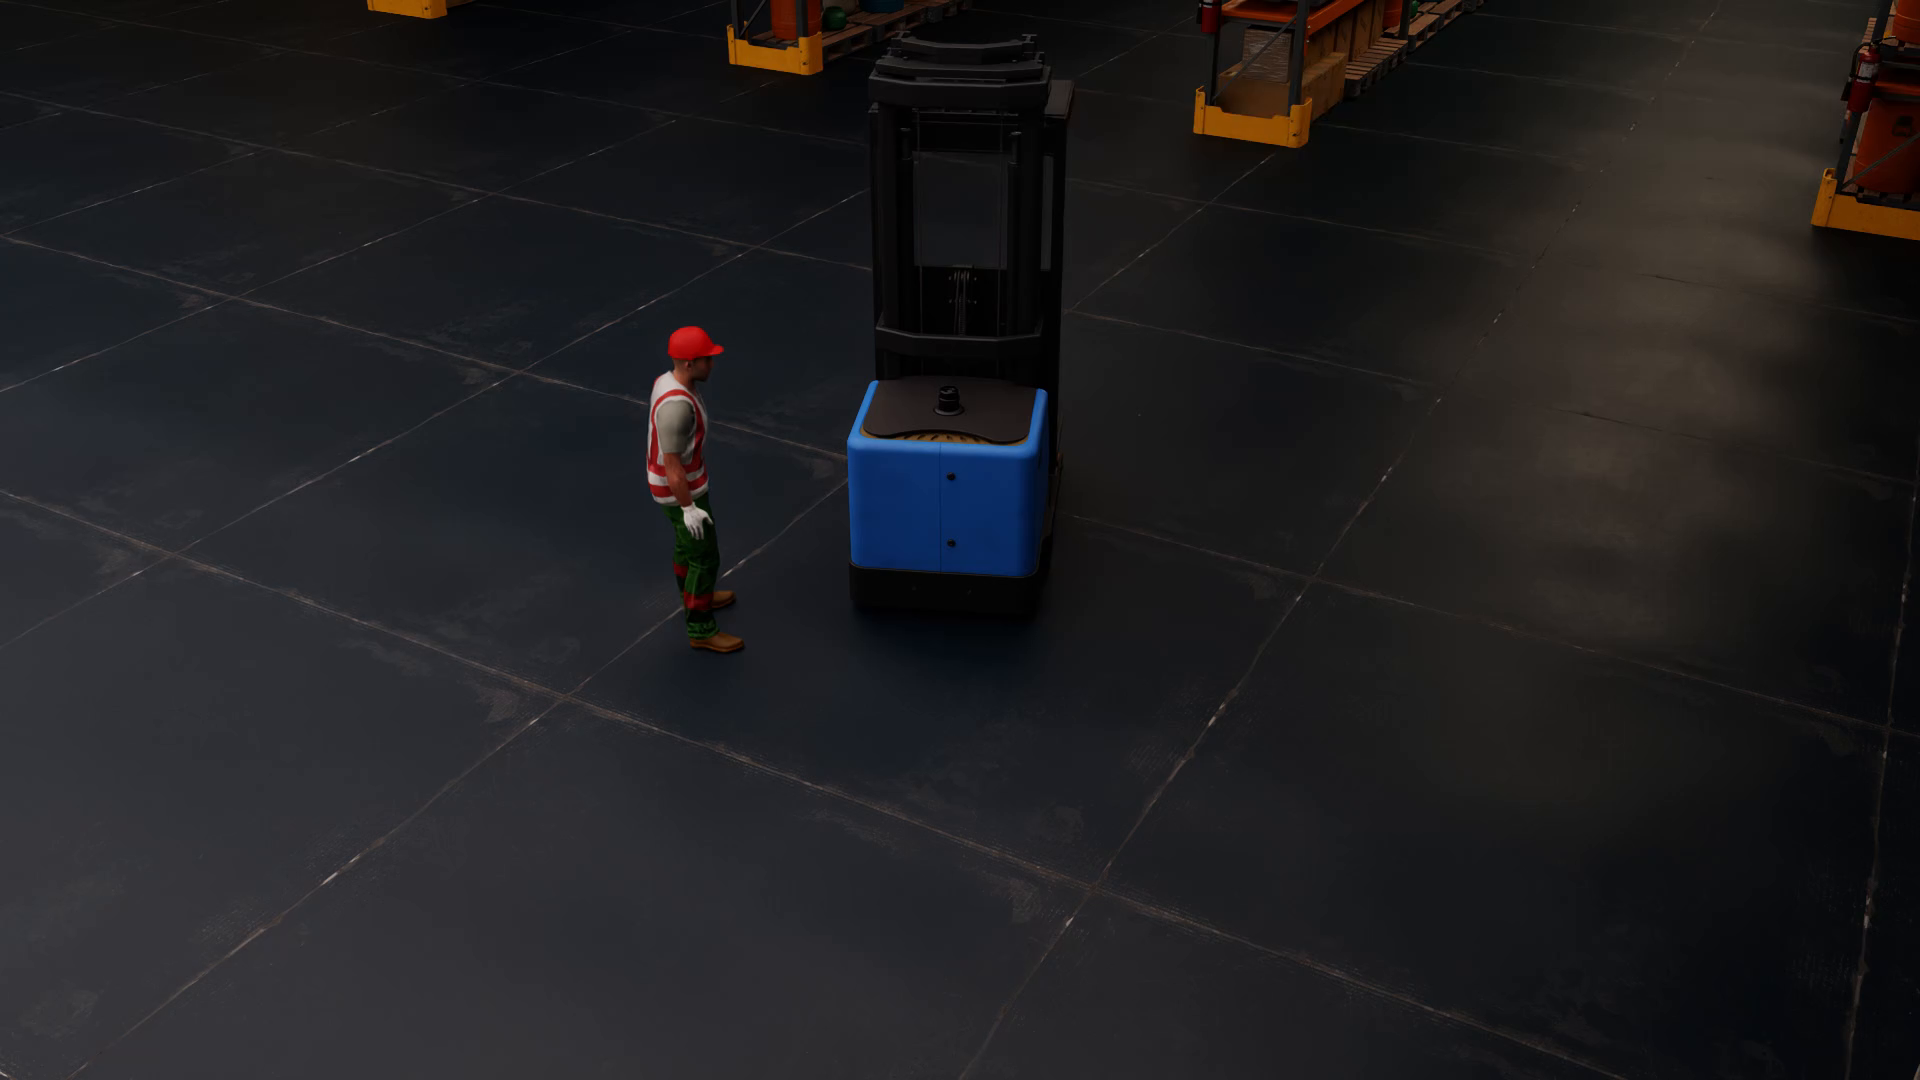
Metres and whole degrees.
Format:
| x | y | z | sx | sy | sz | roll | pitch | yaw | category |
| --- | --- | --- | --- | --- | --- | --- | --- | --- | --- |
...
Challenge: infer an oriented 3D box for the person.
| x | y | z | sx | sy | sz | roll | pitch | yaw | category |
| --- | --- | --- | --- | --- | --- | --- | --- | --- | --- |
| -1.401 | -0.271 | 8.697 | 0.449 | 1.778 | 0.678 | -6 | 31 | -10 | person |

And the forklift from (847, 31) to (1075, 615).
| x | y | z | sx | sy | sz | roll | pitch | yaw | category |
| --- | --- | --- | --- | --- | --- | --- | --- | --- | --- |
| 0.072 | -1.572 | 9.794 | 1.130 | 2.935 | 3.031 | 3 | 30 | 6 | forklift |
